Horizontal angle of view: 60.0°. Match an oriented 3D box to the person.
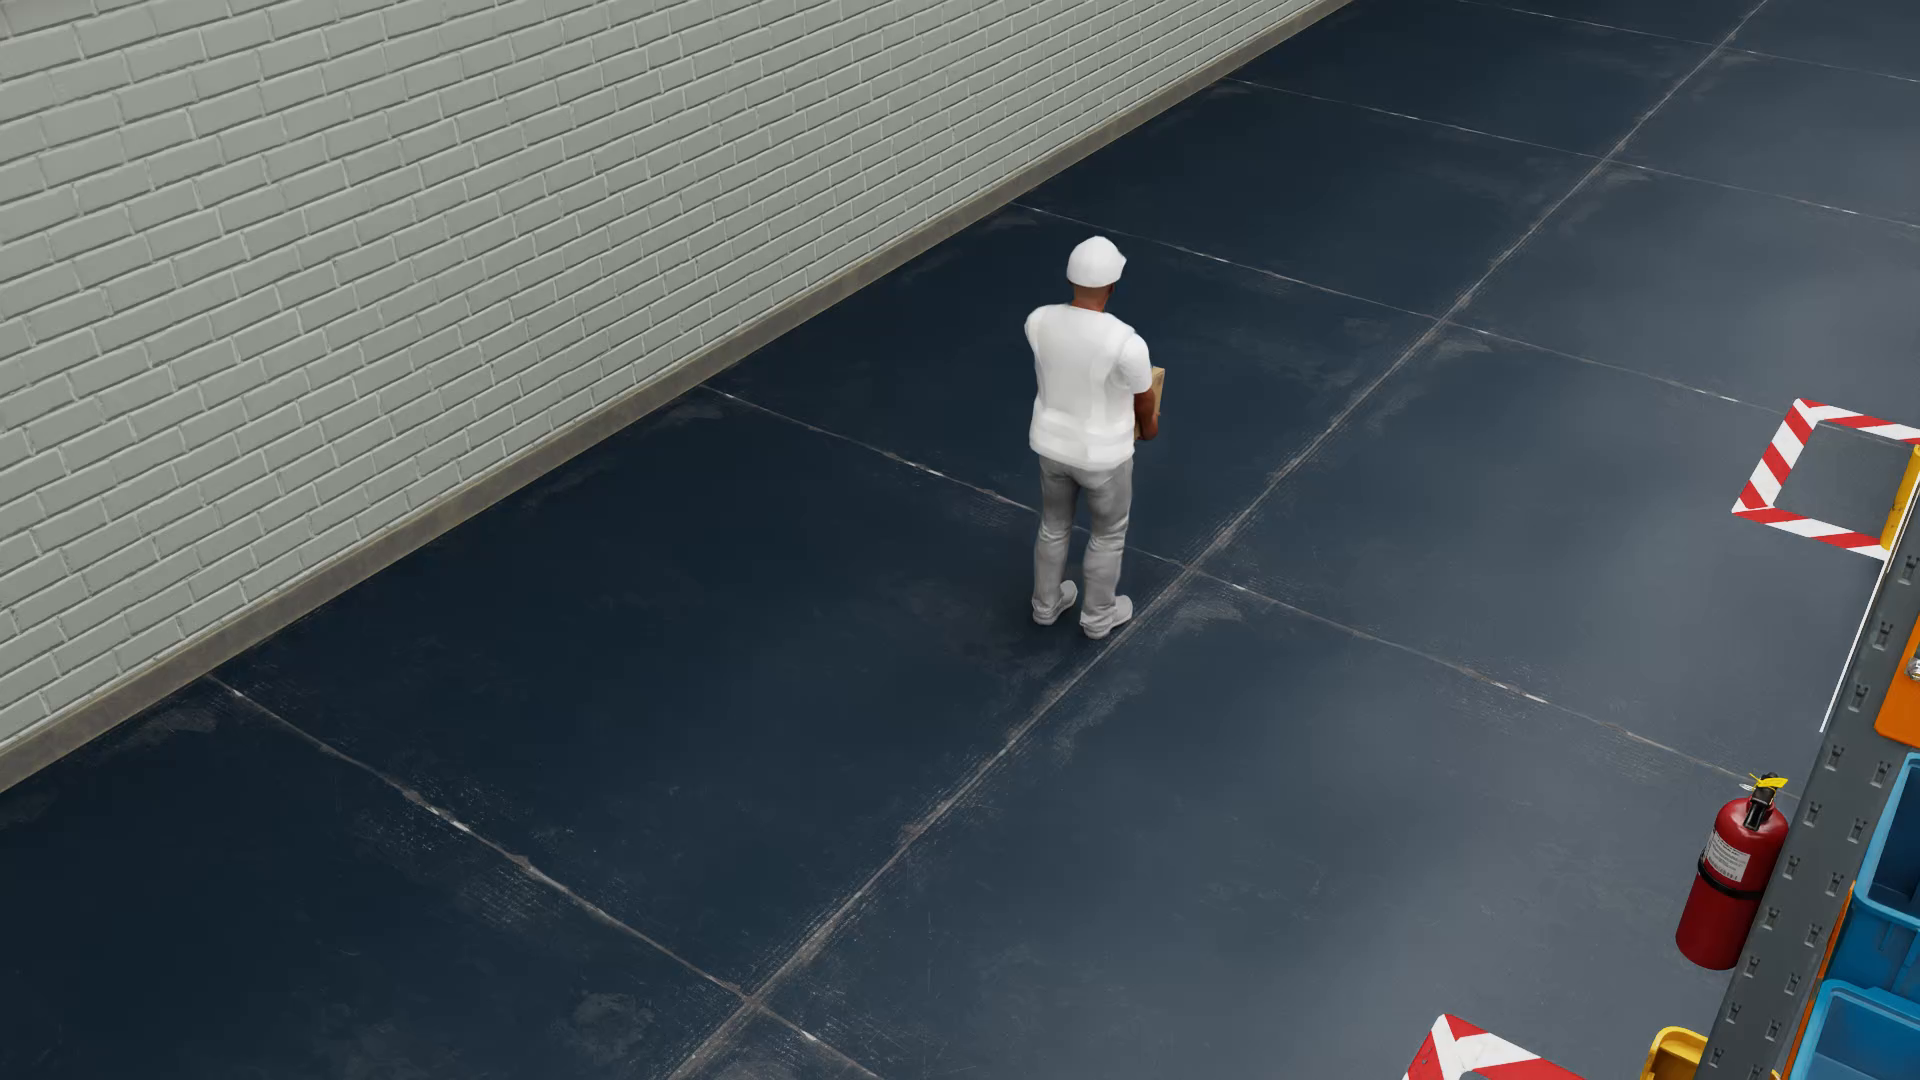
[{"bbox_3d":[0.544,-0.424,6.745,0.505,1.761,0.576,21,39,27],"label":"person"}]
